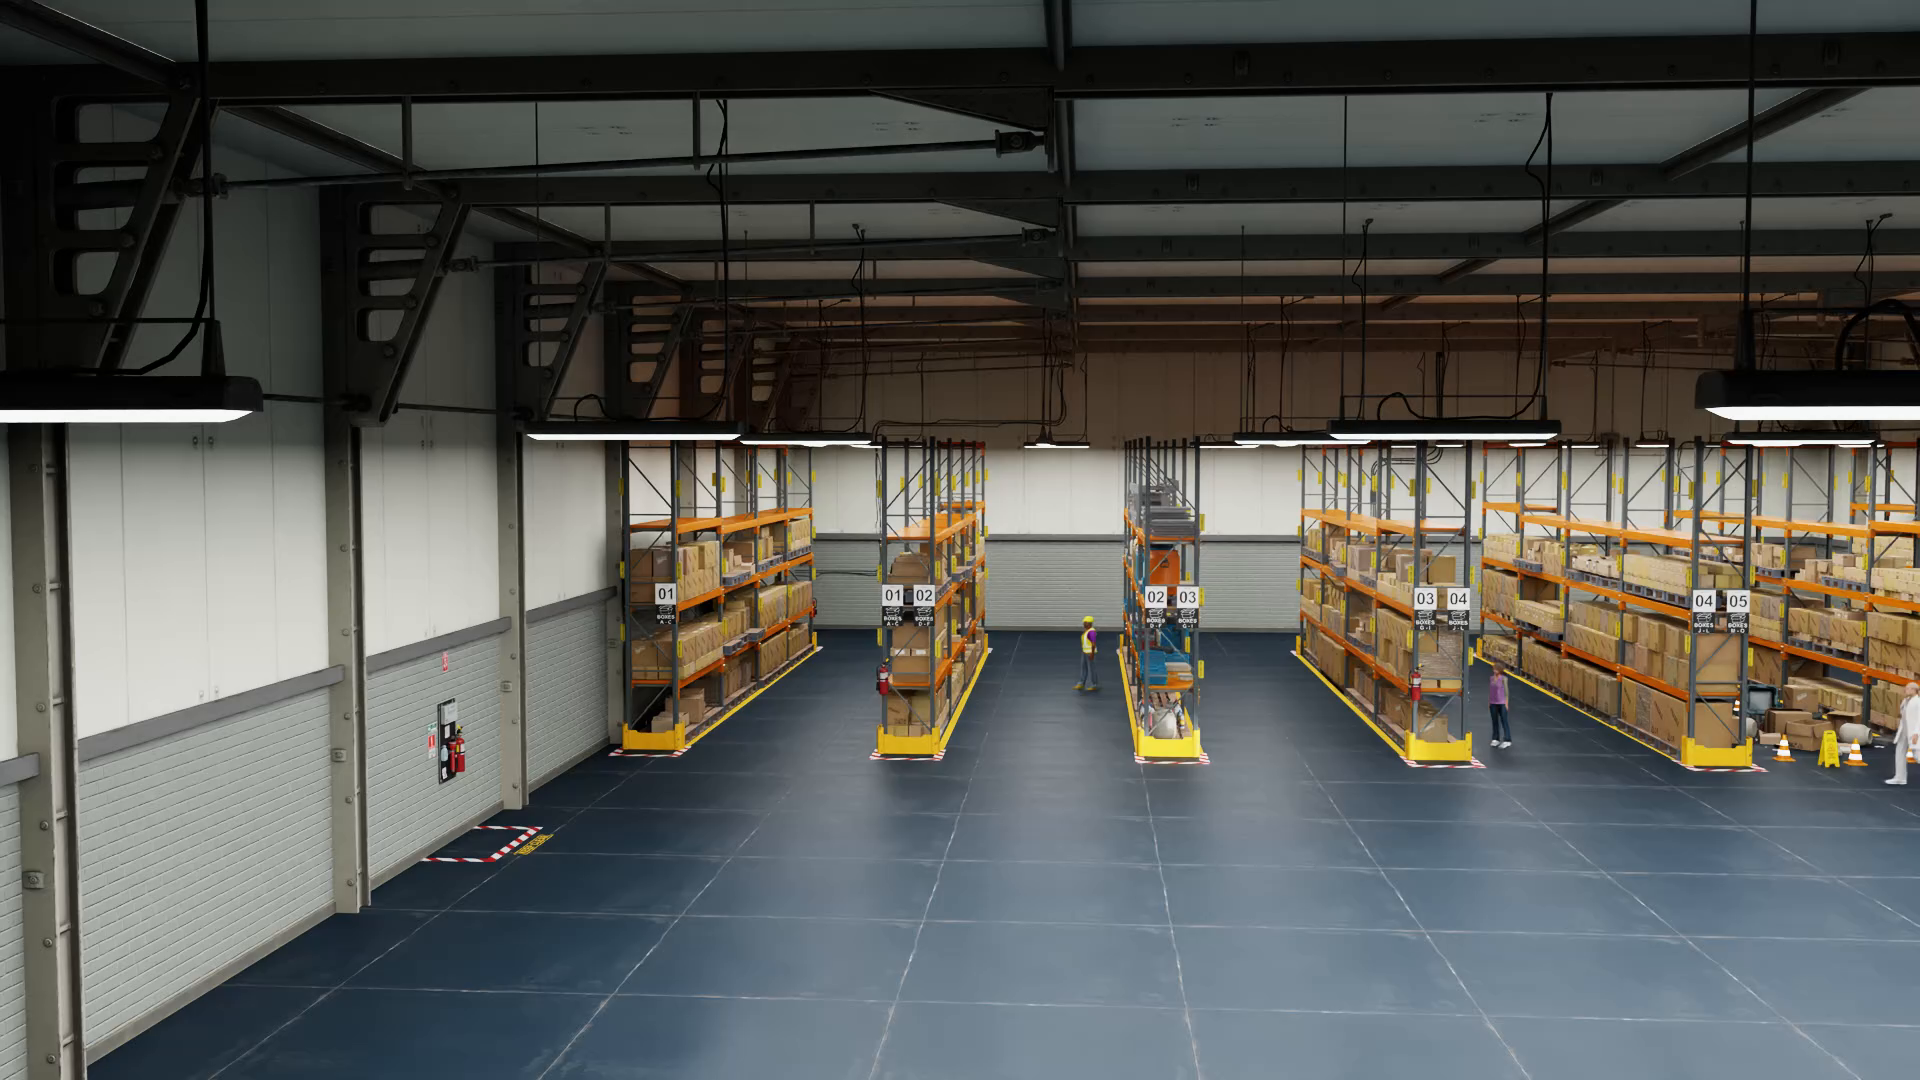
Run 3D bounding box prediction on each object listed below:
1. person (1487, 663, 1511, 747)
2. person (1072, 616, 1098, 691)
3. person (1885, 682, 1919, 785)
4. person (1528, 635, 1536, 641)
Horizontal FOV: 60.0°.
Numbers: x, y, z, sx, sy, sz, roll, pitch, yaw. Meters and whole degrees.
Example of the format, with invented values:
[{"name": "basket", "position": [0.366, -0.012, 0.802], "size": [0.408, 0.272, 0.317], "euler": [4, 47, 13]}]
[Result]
[{"name": "person", "position": [10.450, 3.195, 32.273], "size": [0.351, 1.607, 0.492], "euler": [-2, 4, -38]}, {"name": "person", "position": [3.010, 2.718, 39.833], "size": [0.580, 1.780, 0.604], "euler": [0, 3, -9]}, {"name": "person", "position": [16.322, 3.311, 28.435], "size": [0.910, 1.765, 0.529], "euler": [-1, 3, -18]}, {"name": "person", "position": [16.505, 2.343, 47.245], "size": [0.934, 1.676, 0.644], "euler": [0, 3, 4]}]
